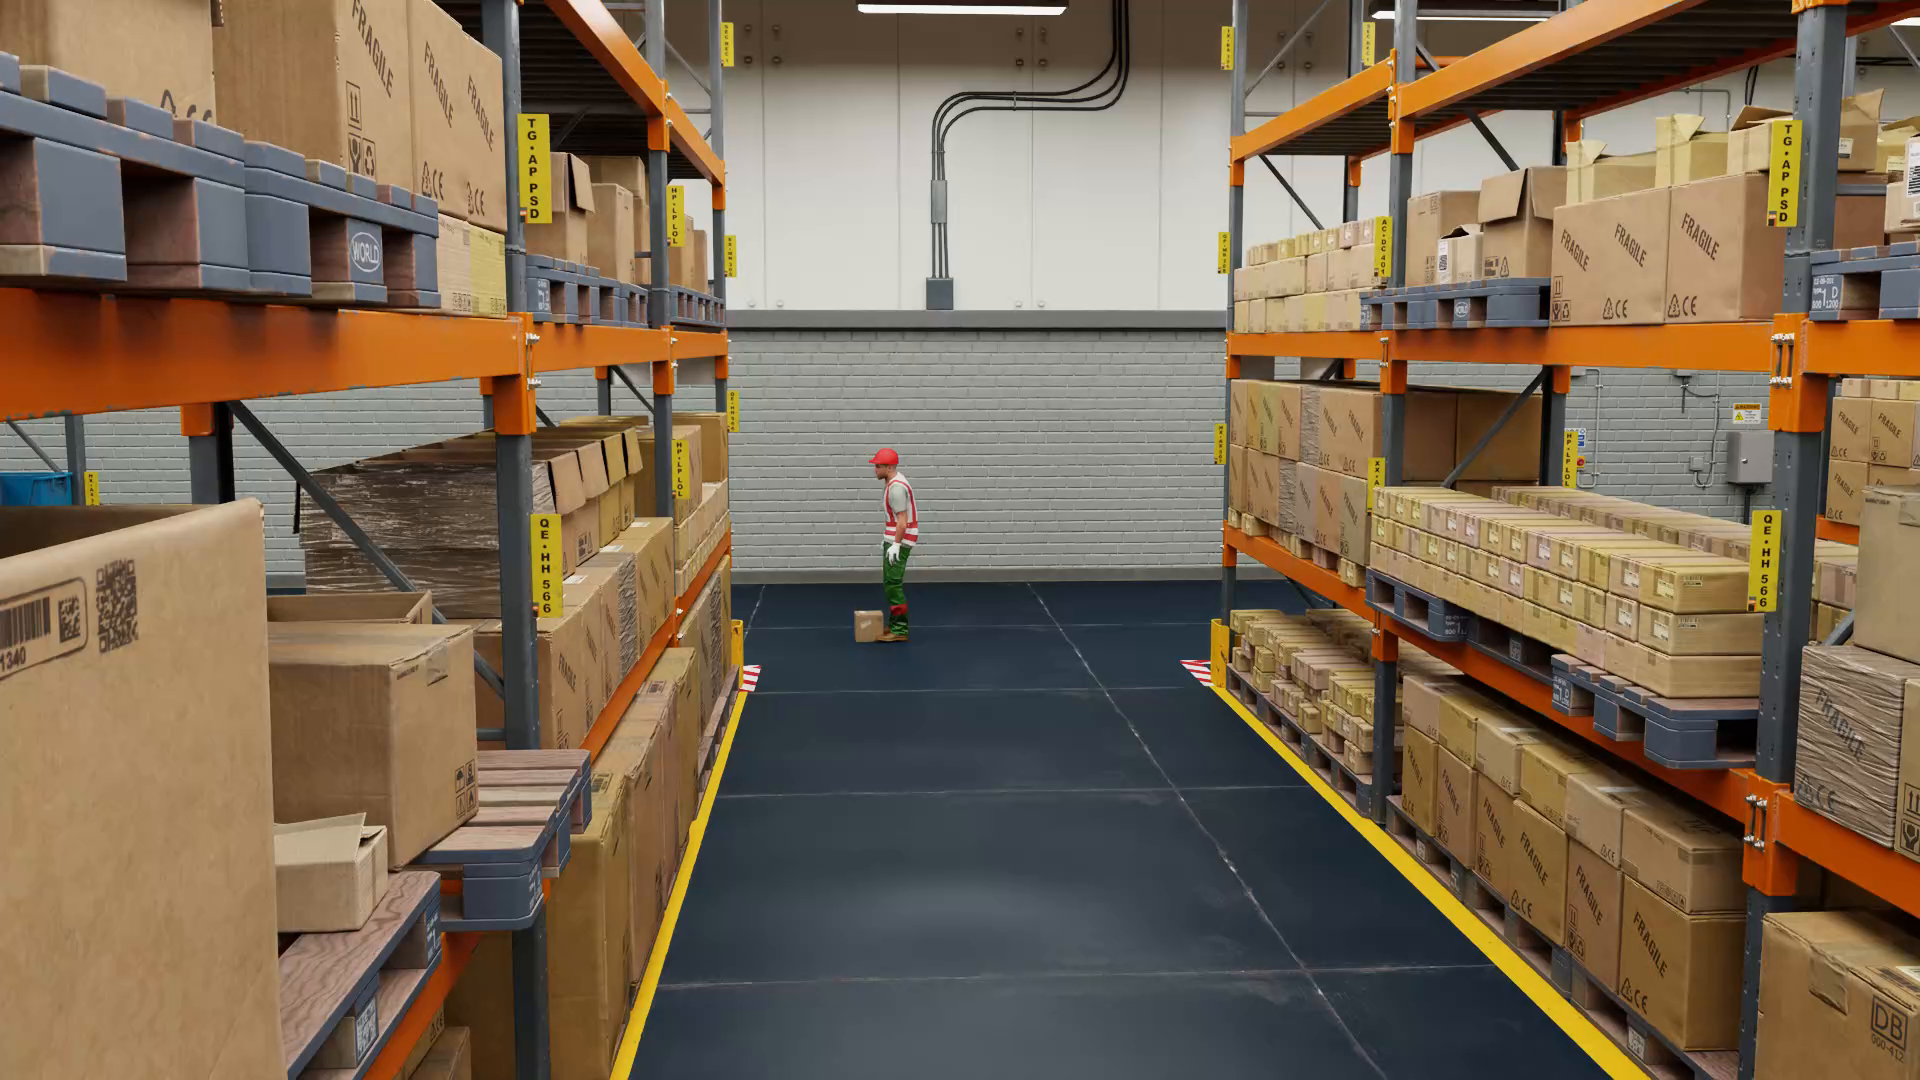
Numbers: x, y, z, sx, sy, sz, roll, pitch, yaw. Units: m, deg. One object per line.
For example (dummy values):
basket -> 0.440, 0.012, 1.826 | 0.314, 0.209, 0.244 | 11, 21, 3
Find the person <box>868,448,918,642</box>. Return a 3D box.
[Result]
person -> -0.619, 0.042, 15.325 | 0.452, 1.778, 0.618 | -1, 7, -7
